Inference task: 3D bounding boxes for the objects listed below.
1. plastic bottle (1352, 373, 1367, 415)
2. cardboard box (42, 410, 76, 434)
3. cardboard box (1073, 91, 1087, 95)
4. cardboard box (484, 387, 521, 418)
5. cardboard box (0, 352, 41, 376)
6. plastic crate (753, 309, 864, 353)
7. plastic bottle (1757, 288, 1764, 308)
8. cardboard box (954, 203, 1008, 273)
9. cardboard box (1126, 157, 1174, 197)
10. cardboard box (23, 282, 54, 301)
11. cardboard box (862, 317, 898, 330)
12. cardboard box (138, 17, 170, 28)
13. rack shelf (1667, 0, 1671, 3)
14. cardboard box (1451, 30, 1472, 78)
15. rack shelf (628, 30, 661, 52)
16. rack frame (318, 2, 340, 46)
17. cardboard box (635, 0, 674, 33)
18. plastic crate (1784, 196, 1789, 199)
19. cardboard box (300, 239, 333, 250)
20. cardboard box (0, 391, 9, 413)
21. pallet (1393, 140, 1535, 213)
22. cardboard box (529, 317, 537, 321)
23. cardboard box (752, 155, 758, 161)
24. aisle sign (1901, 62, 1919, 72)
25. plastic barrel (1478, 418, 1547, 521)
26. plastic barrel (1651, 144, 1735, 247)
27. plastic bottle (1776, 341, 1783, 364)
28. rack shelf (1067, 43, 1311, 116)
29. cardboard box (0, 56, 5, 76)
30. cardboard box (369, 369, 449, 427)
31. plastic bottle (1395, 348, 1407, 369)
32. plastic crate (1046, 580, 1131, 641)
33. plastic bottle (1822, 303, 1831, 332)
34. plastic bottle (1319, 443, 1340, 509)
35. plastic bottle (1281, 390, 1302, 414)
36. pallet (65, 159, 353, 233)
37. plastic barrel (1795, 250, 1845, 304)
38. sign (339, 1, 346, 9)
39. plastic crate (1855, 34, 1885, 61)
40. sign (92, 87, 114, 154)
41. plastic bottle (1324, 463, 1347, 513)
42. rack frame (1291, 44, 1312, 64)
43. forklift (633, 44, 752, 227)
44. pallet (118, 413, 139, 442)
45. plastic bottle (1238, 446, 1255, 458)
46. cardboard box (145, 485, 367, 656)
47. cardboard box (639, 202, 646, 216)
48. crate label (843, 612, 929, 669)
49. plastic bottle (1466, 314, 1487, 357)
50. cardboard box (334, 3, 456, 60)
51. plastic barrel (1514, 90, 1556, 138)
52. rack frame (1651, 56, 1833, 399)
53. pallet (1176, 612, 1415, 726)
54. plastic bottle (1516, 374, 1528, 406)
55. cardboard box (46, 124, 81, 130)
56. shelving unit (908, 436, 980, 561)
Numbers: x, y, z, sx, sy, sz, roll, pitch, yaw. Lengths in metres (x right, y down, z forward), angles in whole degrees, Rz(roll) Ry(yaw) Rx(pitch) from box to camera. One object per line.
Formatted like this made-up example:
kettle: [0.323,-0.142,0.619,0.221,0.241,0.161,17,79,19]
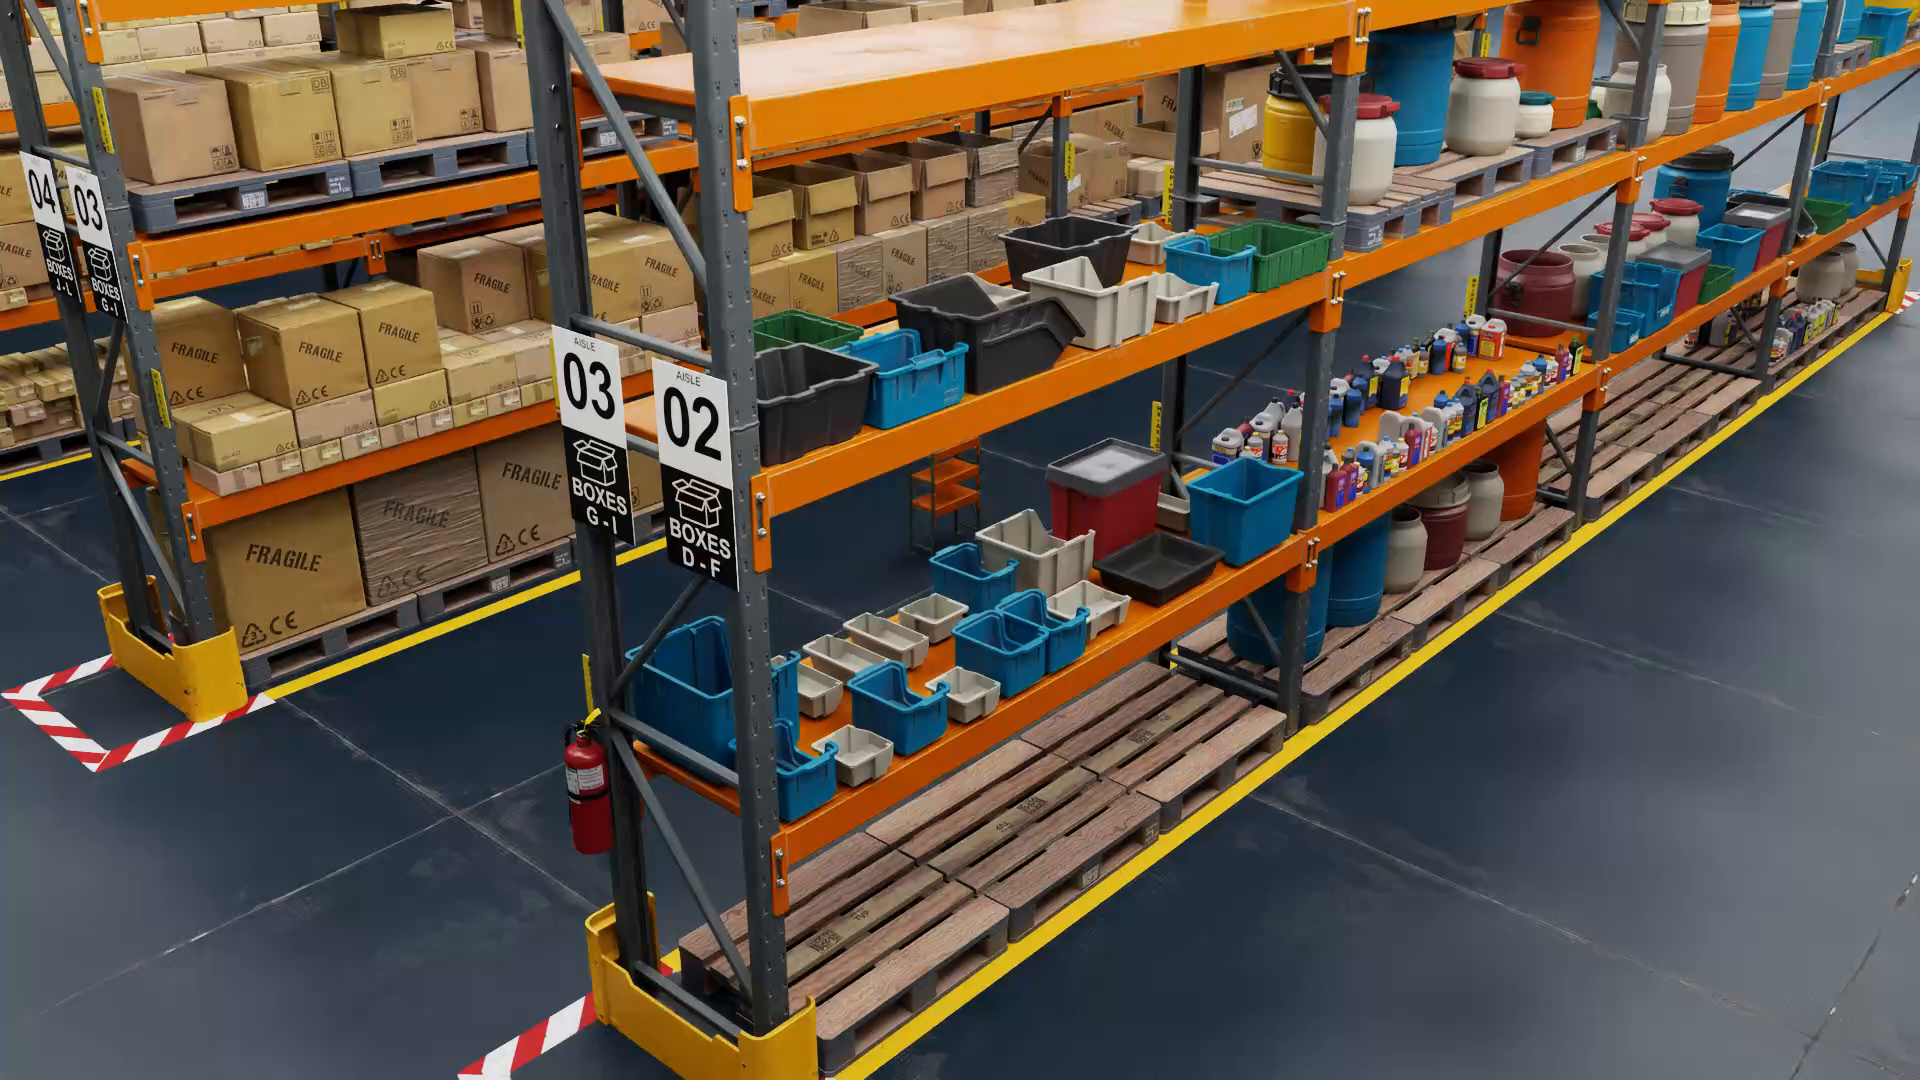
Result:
plastic bottle: [2.599,-0.957,10.846,0.097,0.271,0.097,0,24,0]
cardboard box: [-7.561,-1.025,13.812,0.380,0.149,0.250,21,31,38]
cardboard box: [1.223,-6.390,22.624,0.875,0.550,0.550,20,31,38]
cardboard box: [-3.115,-0.950,10.981,0.380,0.149,0.250,21,31,38]
cardboard box: [-7.970,-1.450,14.032,0.380,0.149,0.250,19,31,36]
plastic crate: [-0.663,-0.795,6.921,0.450,0.188,0.336,20,31,38]
plastic bottle: [8.127,-2.508,16.946,0.097,0.271,0.097,0,24,0]
cardboard box: [0.060,-2.612,14.258,0.500,0.500,0.500,20,31,37]
cardboard box: [1.832,-3.506,16.044,0.500,0.250,0.500,19,30,36]
cardboard box: [-7.534,-2.050,13.433,0.380,0.149,0.250,22,32,40]
cardboard box: [-1.120,-1.411,13.786,1.225,0.875,0.875,19,30,36]
cardboard box: [-6.603,-4.240,13.431,0.380,0.149,0.250,20,31,37]
rack shelf: [5.565,-4.418,12.445,1.077,0.370,4.000,20,31,38]
cardboard box: [5.698,-5.775,19.726,0.500,0.500,0.500,20,31,38]
rack shelf: [-4.419,-4.751,16.364,1.077,0.370,4.000,20,31,38]
rack frame: [-5.754,-5.839,14.244,1.000,3.000,0.127,20,31,38]
cardboard box: [-3.276,-5.491,17.013,0.500,0.500,0.500,20,31,38]
plastic crate: [7.795,-3.245,16.114,0.530,0.136,0.437,20,31,38]
cardboard box: [-5.861,-2.727,14.945,0.380,0.149,0.250,19,30,36]
cardboard box: [-7.821,-1.112,13.278,0.380,0.149,0.250,18,30,35]
pallet: [2.766,-2.258,10.155,1.003,0.211,1.213,20,31,38]
cardboard box: [-2.972,-1.562,11.857,0.500,0.250,0.500,20,31,37]
cardboard box: [-2.584,-4.429,18.310,0.500,0.500,0.500,21,31,38]
aisle sign: [9.839,-5.147,16.856,0.394,0.787,0.004,20,31,38]
plastic barrel: [3.916,-0.630,12.099,0.600,0.830,0.708,20,31,38]
plastic barrel: [6.416,-2.995,14.621,0.600,0.901,0.708,20,31,38]
plastic bottle: [7.507,-1.733,15.303,0.097,0.201,0.097,0,24,0]
rack shelf: [1.877,-4.585,15.993,1.077,0.370,4.000,20,31,38]
cardboard box: [-7.590,-3.633,12.563,0.500,0.250,0.500,20,31,37]
cardboard box: [-3.596,-0.949,10.492,0.500,0.250,0.500,19,30,36]
plastic bottle: [2.986,-1.171,11.323,0.097,0.271,0.097,0,24,0]
plastic crate: [0.622,0.342,8.041,0.293,0.136,0.466,20,31,38]
plastic bottle: [8.389,-2.187,16.223,0.152,0.276,0.135,19,30,36]
plastic bottle: [2.064,-0.372,9.445,0.144,0.351,0.185,20,31,38]
plastic bottle: [2.054,-0.767,10.325,0.144,0.351,0.185,20,31,38]
pallet: [-4.310,-2.054,9.579,1.003,0.211,1.213,20,31,38]
plastic barrel: [8.853,-2.702,17.109,0.421,0.512,0.421,0,24,0]
sign: [-5.345,-4.560,14.427,0.100,0.325,0.005,20,31,38]
plastic crate: [8.156,-4.479,15.138,0.336,0.188,0.450,20,31,38]
sign: [-4.388,-2.148,8.513,0.100,0.325,0.005,20,31,38]
plastic bottle: [2.123,-0.306,9.379,0.061,0.283,0.133,20,31,38]
rack frame: [3.211,-4.153,17.818,1.000,3.000,0.127,20,31,38]
forklift: [-2.169,-3.196,15.766,1.130,2.935,3.031,19,31,36]
pallet: [-6.990,-1.241,14.731,1.003,0.211,1.213,20,31,38]
plastic bottle: [1.688,-0.453,9.808,0.097,0.201,0.097,0,24,0]
cardboard box: [-4.430,0.064,10.496,0.875,0.875,0.875,20,31,38]
cardboard box: [-3.346,-3.433,17.837,0.500,0.250,0.500,19,31,36]
crate label: [-0.328,0.474,7.746,0.396,0.136,0.243,20,31,38]
plastic bottle: [3.701,-1.482,12.012,0.152,0.276,0.135,20,31,38]
cardboard box: [-3.442,-3.104,10.137,0.500,0.250,0.500,19,30,36]
plastic barrel: [3.624,-2.713,10.595,0.301,0.262,0.301,0,24,0]
rack frame: [6.900,-2.801,14.802,1.000,3.000,0.127,20,31,38]
pallet: [2.107,0.685,10.435,1.003,0.211,1.213,20,31,38]
plastic bottle: [3.708,-1.003,11.035,0.097,0.201,0.097,0,24,0]
cardboard box: [-9.627,-4.257,17.926,0.500,0.500,0.500,20,31,38]
shelving unit: [-0.110,-0.497,11.863,0.258,1.200,0.503,20,31,38]
